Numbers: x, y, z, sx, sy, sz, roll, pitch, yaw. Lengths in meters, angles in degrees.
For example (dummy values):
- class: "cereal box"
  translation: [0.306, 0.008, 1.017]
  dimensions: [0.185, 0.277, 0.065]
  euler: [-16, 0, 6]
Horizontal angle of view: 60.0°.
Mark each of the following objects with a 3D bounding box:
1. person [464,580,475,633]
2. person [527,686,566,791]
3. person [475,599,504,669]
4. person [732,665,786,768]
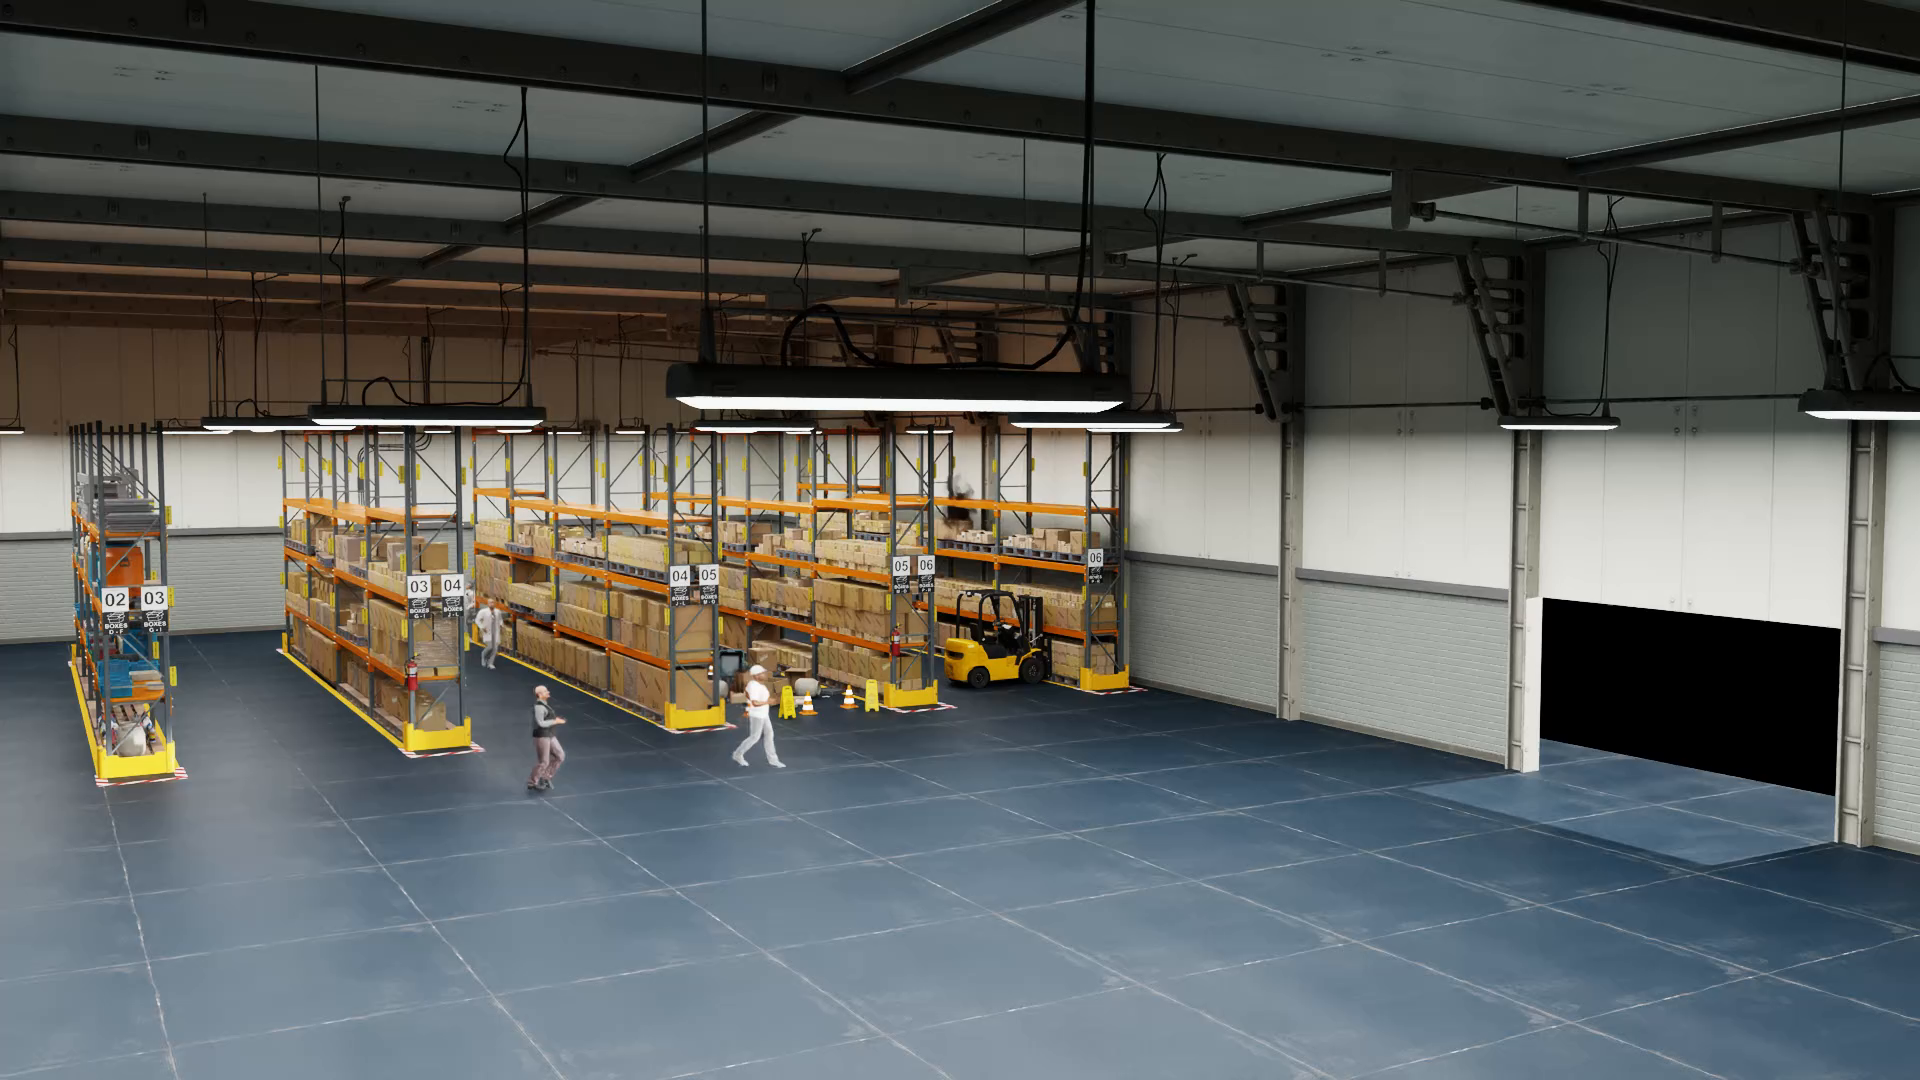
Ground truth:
- class: "person"
  translation: [-13.999, 1.983, 47.496]
  dimensions: [0.609, 1.680, 0.651]
  euler: [-3, 5, -44]
- class: "person"
  translation: [-6.663, 3.214, 26.839]
  dimensions: [0.669, 1.738, 0.640]
  euler: [0, 4, -1]
- class: "person"
  translation: [-11.585, 2.314, 41.087]
  dimensions: [0.689, 1.731, 0.627]
  euler: [-3, 5, -39]
- class: "person"
  translation: [-3.468, 3.045, 28.622]
  dimensions: [0.918, 1.786, 0.692]
  euler: [0, 4, 5]
